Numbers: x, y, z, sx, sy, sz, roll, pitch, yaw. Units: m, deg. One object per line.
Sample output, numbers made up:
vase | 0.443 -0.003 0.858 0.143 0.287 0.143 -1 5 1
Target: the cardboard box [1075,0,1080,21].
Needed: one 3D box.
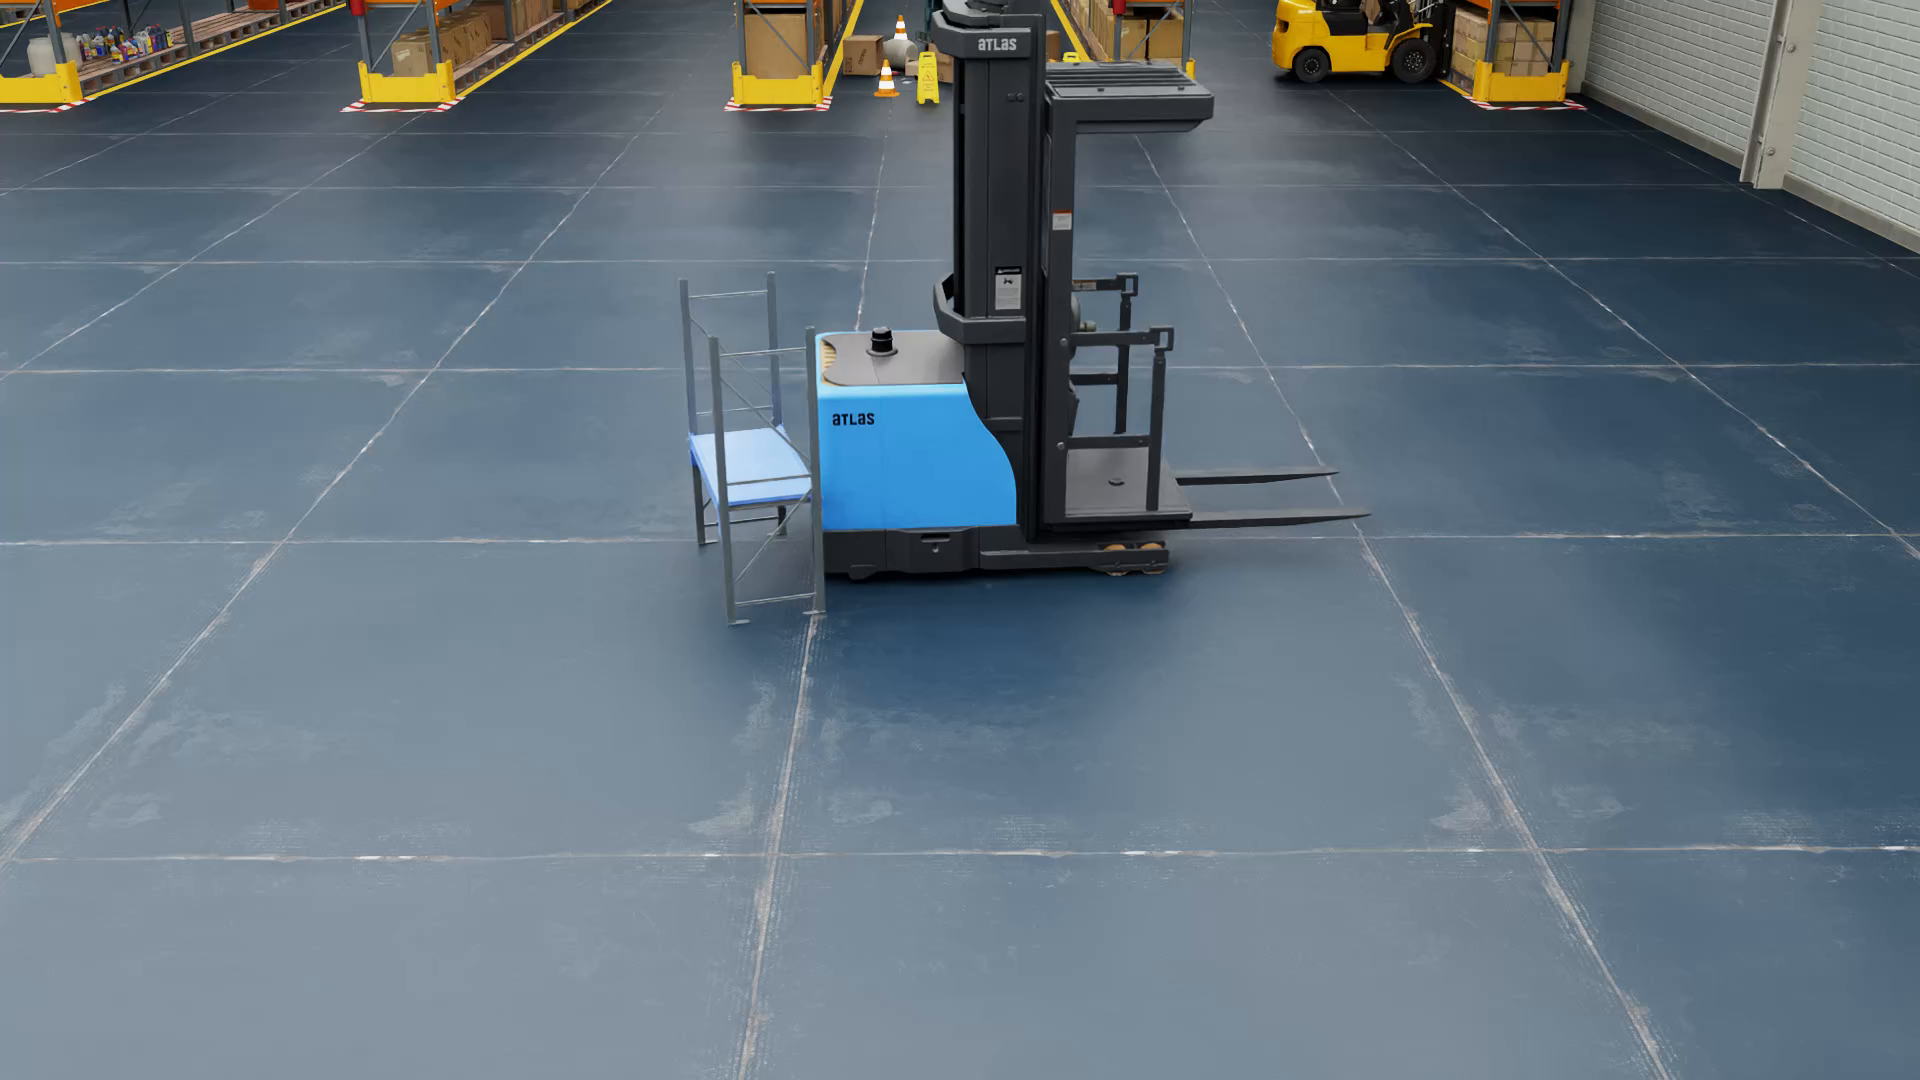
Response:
cardboard box | 2.463 -9.030 28.255 0.950 0.372 0.625 -1 24 -2

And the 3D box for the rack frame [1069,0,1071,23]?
rack frame | 2.450 -10.573 28.987 1.000 3.000 0.127 0 24 -1

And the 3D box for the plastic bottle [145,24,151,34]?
plastic bottle | -12.217 -7.587 25.065 0.144 0.351 0.185 0 24 -1

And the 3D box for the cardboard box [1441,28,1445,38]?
cardboard box | 7.160 -7.291 23.952 0.500 0.250 0.500 0 24 -1

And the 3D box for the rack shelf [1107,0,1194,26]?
rack shelf | 2.516 -7.773 23.669 1.077 0.370 4.000 0 24 -1

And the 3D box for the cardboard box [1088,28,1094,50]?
cardboard box | 2.230 -7.619 25.283 0.500 0.250 0.500 -1 24 -3

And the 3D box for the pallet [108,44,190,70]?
pallet | -12.402 -7.310 25.157 1.003 0.211 1.213 0 24 -1

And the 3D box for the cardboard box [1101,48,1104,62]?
cardboard box | 2.262 -6.760 23.384 0.500 0.250 0.500 0 24 0

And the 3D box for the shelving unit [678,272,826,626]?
shelving unit | -1.069 -0.490 8.513 0.538 1.500 1.048 -7 25 -15

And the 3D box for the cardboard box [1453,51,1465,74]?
cardboard box | 7.184 -6.636 23.109 0.500 0.250 0.500 0 24 -1

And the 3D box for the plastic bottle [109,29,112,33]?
plastic bottle | -12.772 -7.551 25.077 0.152 0.276 0.135 1 24 1

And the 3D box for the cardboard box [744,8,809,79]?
cardboard box | -2.484 -6.715 22.526 0.875 0.875 0.875 0 24 0

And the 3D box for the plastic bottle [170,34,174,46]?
plastic bottle | -12.053 -7.635 25.354 0.097 0.201 0.097 0 24 0

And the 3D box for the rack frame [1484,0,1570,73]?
rack frame | 7.501 -7.300 21.751 1.000 3.000 0.127 0 24 -1

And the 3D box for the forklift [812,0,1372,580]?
forklift | 0.703 -1.359 8.698 3.031 2.935 1.130 -2 24 -4

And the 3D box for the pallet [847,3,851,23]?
pallet | -2.505 -9.560 30.133 1.003 0.211 1.213 0 24 -1

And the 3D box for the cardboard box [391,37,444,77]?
cardboard box | -7.362 -6.542 22.598 0.500 0.500 0.500 4 25 9

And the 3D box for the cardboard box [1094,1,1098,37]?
cardboard box | 2.248 -7.740 24.641 0.500 0.500 0.500 1 24 2

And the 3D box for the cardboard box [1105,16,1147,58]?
cardboard box | 2.268 -6.886 22.751 0.500 0.500 0.500 0 24 0

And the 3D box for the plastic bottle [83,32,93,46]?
plastic bottle | -12.768 -7.264 24.351 0.144 0.351 0.185 0 24 -1

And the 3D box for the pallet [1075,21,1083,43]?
pallet | 2.468 -8.479 27.741 1.003 0.211 1.213 0 24 -1

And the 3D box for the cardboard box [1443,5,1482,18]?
cardboard box | 7.159 -7.510 23.828 0.500 0.250 0.500 -1 24 -2

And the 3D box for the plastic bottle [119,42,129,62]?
plastic bottle | -12.017 -7.014 23.881 0.061 0.283 0.133 0 24 0

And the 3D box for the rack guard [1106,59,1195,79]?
rack guard | 2.537 -6.169 22.283 1.175 0.500 0.348 0 24 -1

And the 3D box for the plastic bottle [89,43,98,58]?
plastic bottle | -12.645 -7.138 24.254 0.097 0.201 0.097 0 24 0

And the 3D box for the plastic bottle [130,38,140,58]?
plastic bottle | -12.040 -7.181 24.265 0.097 0.271 0.097 0 24 0

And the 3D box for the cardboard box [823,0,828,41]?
cardboard box | -2.551 -8.282 26.143 1.050 0.750 0.750 0 24 -1

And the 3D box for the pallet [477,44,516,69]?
pallet | -7.373 -7.333 25.207 1.003 0.211 1.213 0 24 -1

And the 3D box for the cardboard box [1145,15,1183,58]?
cardboard box | 2.804 -6.900 22.783 0.500 0.500 0.500 -1 24 -2

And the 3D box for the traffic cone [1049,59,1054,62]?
traffic cone | 1.243 -6.292 22.600 0.336 0.463 0.334 0 24 -1

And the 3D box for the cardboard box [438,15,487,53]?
cardboard box | -7.437 -7.532 24.786 0.500 0.500 0.500 8 25 16

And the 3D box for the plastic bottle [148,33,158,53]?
plastic bottle | -12.027 -7.411 24.757 0.061 0.283 0.133 1 24 3

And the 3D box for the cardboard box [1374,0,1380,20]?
cardboard box | 7.429 -8.902 27.666 0.875 0.625 0.625 -1 24 -3

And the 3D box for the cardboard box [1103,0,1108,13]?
cardboard box | 2.197 -7.436 23.181 0.380 0.149 0.250 0 24 0

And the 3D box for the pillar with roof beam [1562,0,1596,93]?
pillar with roof beam | 4.090 -10.305 21.115 9.100 9.000 0.400 0 24 -1

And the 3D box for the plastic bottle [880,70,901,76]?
plastic bottle | -1.012 -6.786 24.181 0.283 0.061 0.133 -9 26 -19

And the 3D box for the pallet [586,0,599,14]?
pallet | -7.403 -10.084 31.291 1.003 0.211 1.213 0 24 -1

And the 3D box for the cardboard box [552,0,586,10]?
cardboard box | -7.446 -10.036 29.869 1.225 0.875 0.875 -1 24 -3

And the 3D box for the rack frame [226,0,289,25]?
rack frame | -12.412 -10.506 28.839 1.000 3.000 0.127 0 24 -1

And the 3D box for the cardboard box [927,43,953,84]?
cardboard box | -0.013 -6.851 23.788 0.797 0.503 0.637 -19 31 -36

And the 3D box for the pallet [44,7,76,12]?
pallet | -17.346 -10.024 31.158 1.003 0.211 1.213 0 24 -1

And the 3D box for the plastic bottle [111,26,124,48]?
plastic bottle | -12.630 -7.518 24.912 0.144 0.351 0.185 0 24 -1

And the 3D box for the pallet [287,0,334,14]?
pallet | -12.472 -10.062 31.241 1.003 0.211 1.213 0 24 -1

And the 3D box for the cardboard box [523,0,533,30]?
cardboard box | -7.394 -8.622 27.173 0.700 0.500 0.500 -2 24 -5

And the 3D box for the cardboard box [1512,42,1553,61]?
cardboard box | 7.704 -6.661 22.559 0.500 0.250 0.500 0 24 0

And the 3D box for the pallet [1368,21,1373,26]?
pallet | 7.394 -8.485 27.755 1.003 0.211 1.213 0 24 -1

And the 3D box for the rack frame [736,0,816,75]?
rack frame | -2.411 -7.213 21.557 1.000 3.000 0.127 0 24 -1

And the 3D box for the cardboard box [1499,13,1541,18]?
cardboard box | 7.676 -7.099 22.920 0.500 0.250 0.500 0 24 0

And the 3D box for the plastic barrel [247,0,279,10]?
plastic barrel | -12.434 -9.910 29.646 0.600 0.830 0.708 0 24 -1

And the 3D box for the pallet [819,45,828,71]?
pallet | -2.525 -7.277 25.083 1.003 0.211 1.213 0 24 -1

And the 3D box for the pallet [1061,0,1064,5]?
pallet | 2.490 -10.633 32.504 1.003 0.211 1.213 0 24 -1

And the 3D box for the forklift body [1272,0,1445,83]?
forklift body | 5.656 -7.687 23.636 2.313 2.155 1.214 0 24 -1
